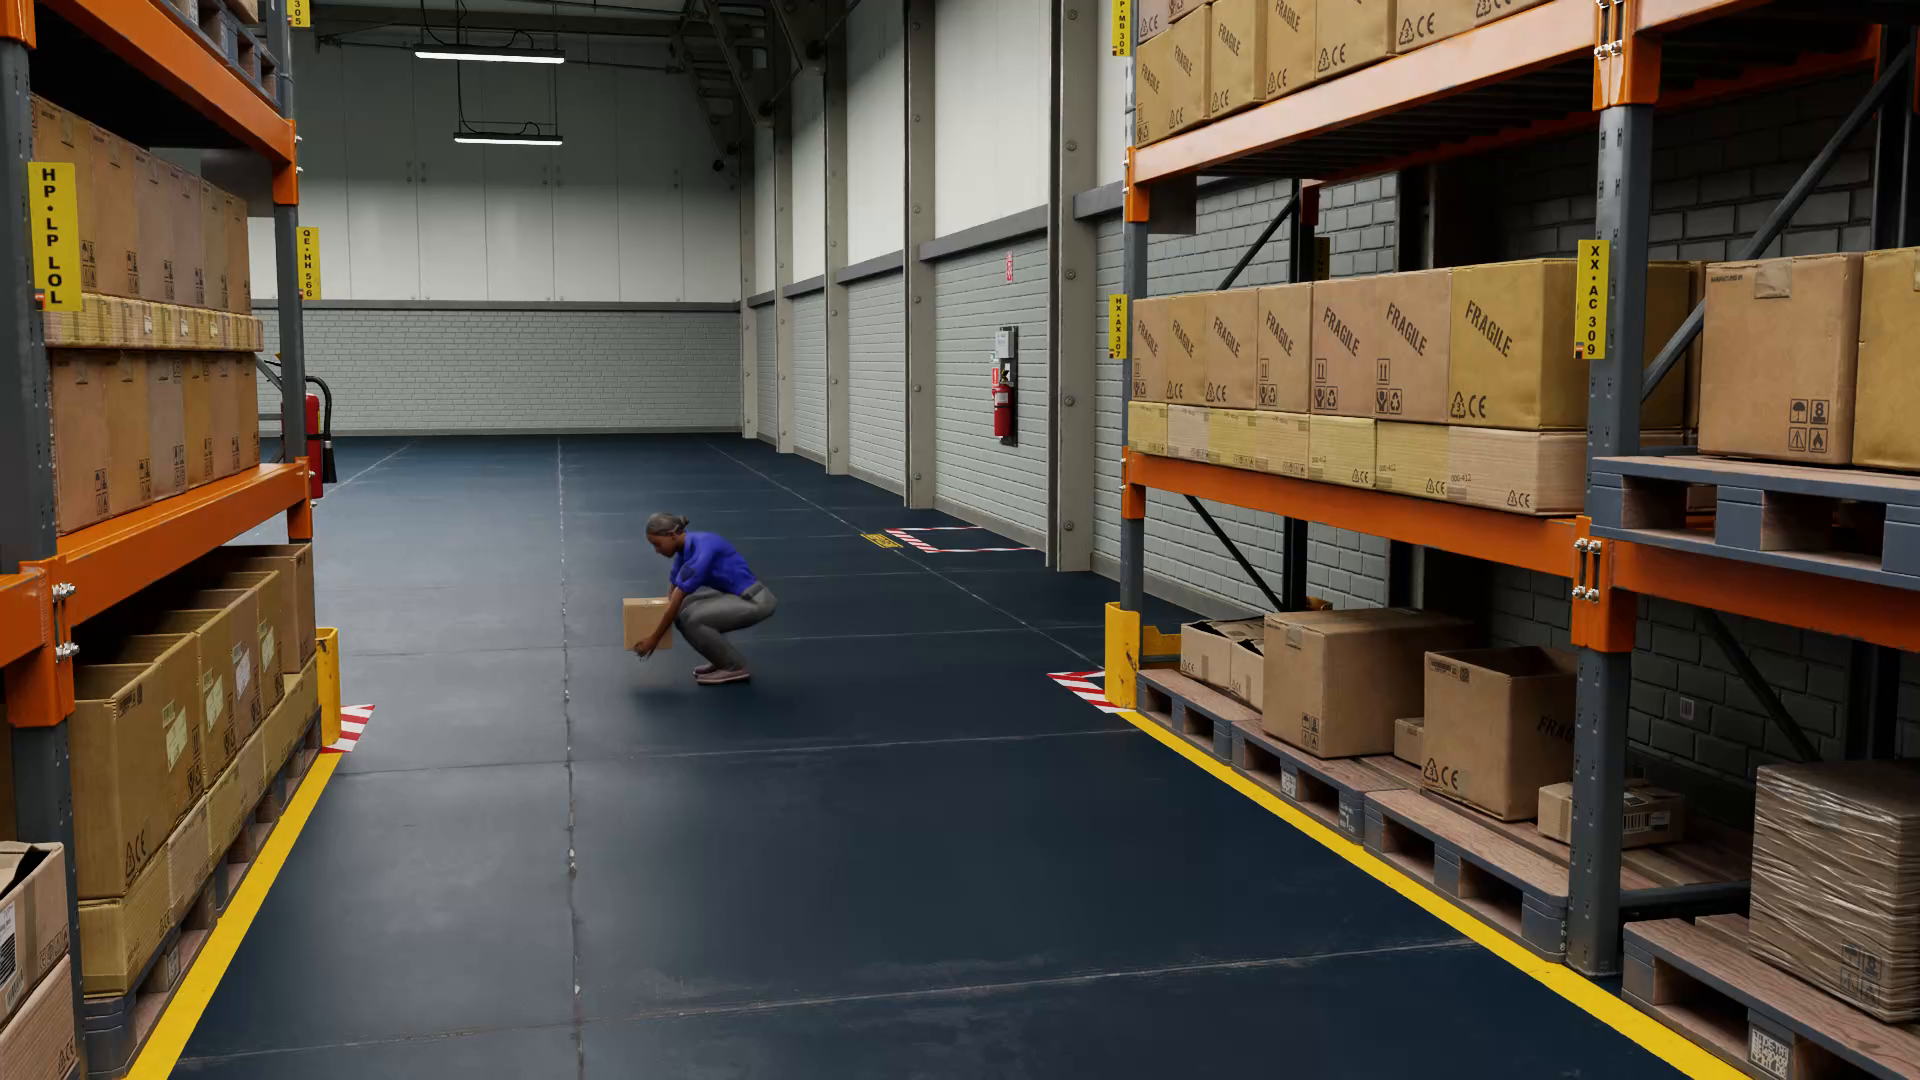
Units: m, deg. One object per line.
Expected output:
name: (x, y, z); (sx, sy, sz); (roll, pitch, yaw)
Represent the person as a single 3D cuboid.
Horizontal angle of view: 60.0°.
person: (-1.408, 0.311, 9.171); (0.801, 0.957, 0.459); (-2, 6, -15)
